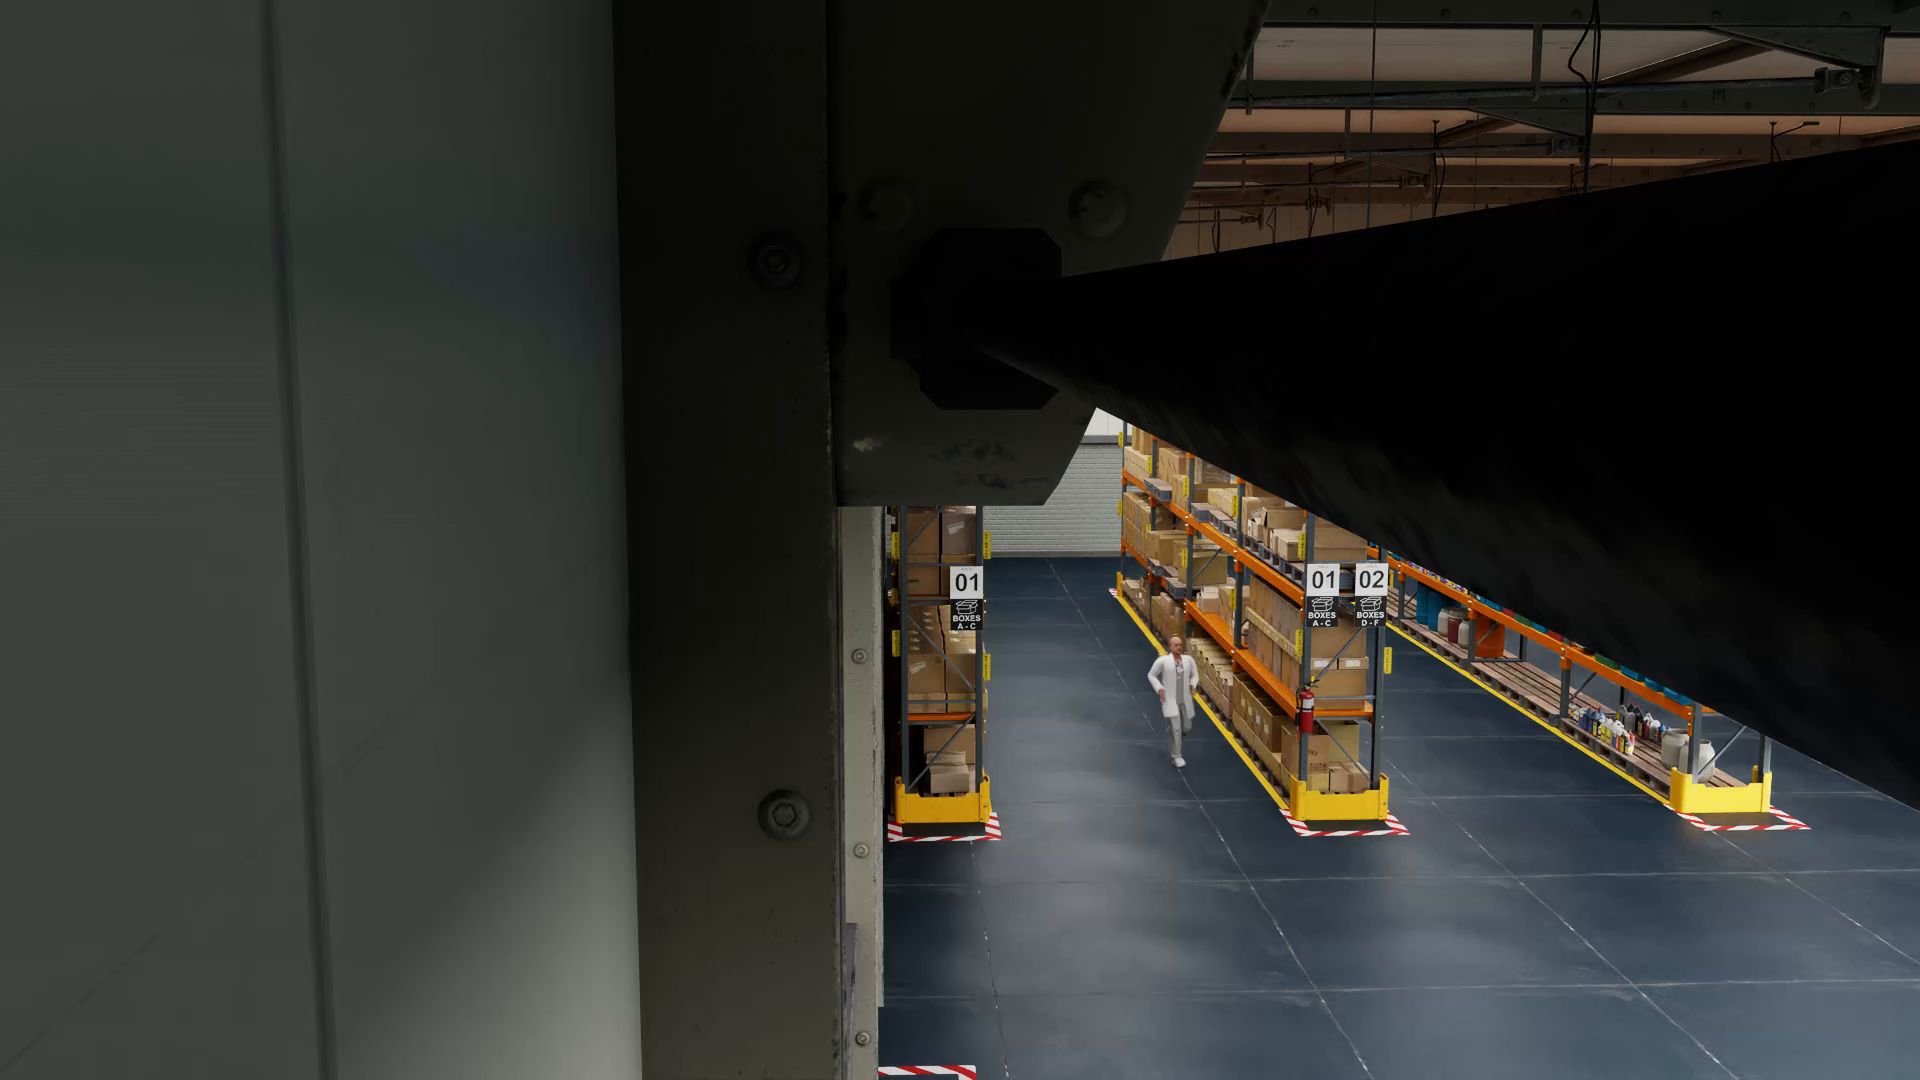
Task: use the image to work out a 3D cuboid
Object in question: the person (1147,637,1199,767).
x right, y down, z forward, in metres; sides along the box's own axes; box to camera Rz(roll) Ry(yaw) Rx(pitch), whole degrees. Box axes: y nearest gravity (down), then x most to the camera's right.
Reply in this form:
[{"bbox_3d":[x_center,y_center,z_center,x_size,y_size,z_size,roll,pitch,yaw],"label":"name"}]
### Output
[{"bbox_3d":[2.941,2.187,22.800,0.715,1.735,0.826,-2,8,-13],"label":"person"}]
